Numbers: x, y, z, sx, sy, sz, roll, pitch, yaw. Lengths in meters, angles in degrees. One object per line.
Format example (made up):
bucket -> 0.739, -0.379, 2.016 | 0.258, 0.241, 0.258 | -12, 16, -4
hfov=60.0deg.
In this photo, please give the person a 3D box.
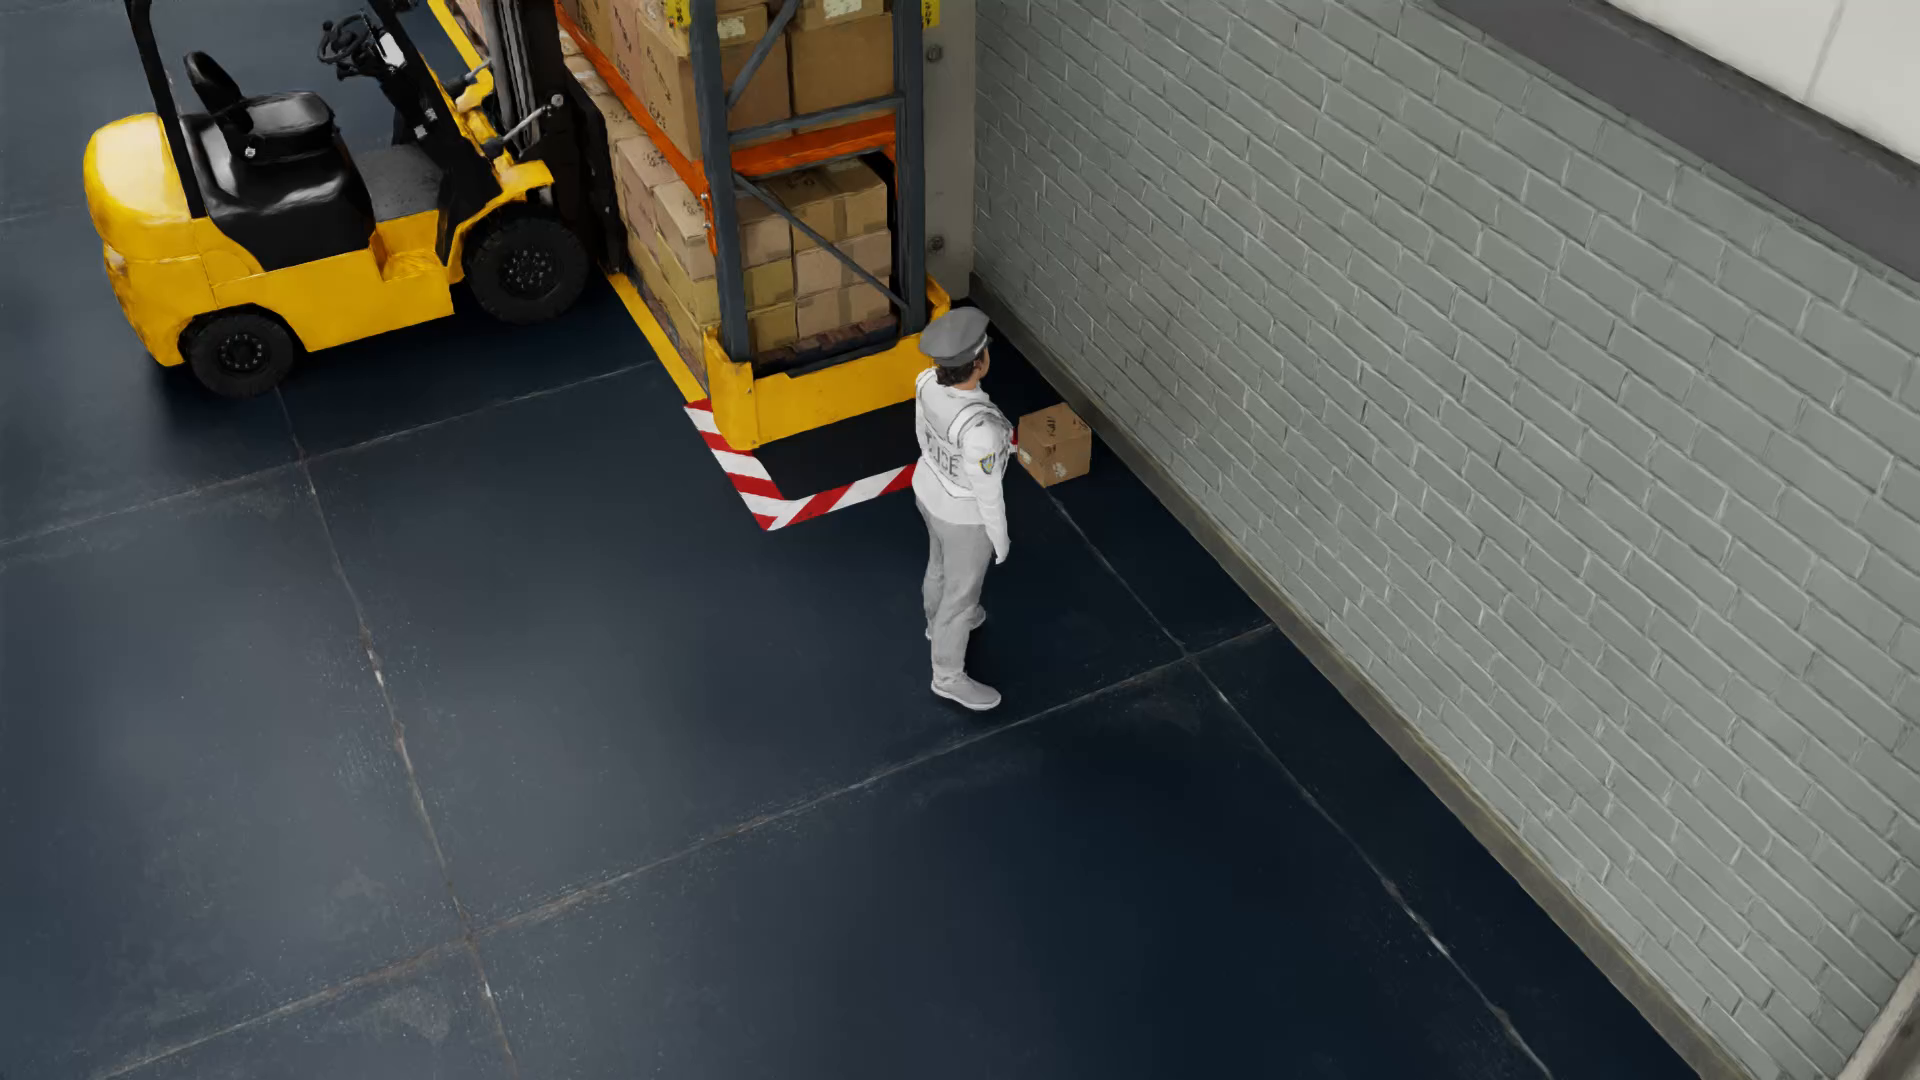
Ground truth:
person -> 0.012, -0.138, 6.262 | 0.389, 1.684, 0.597 | -18, 45, -19
